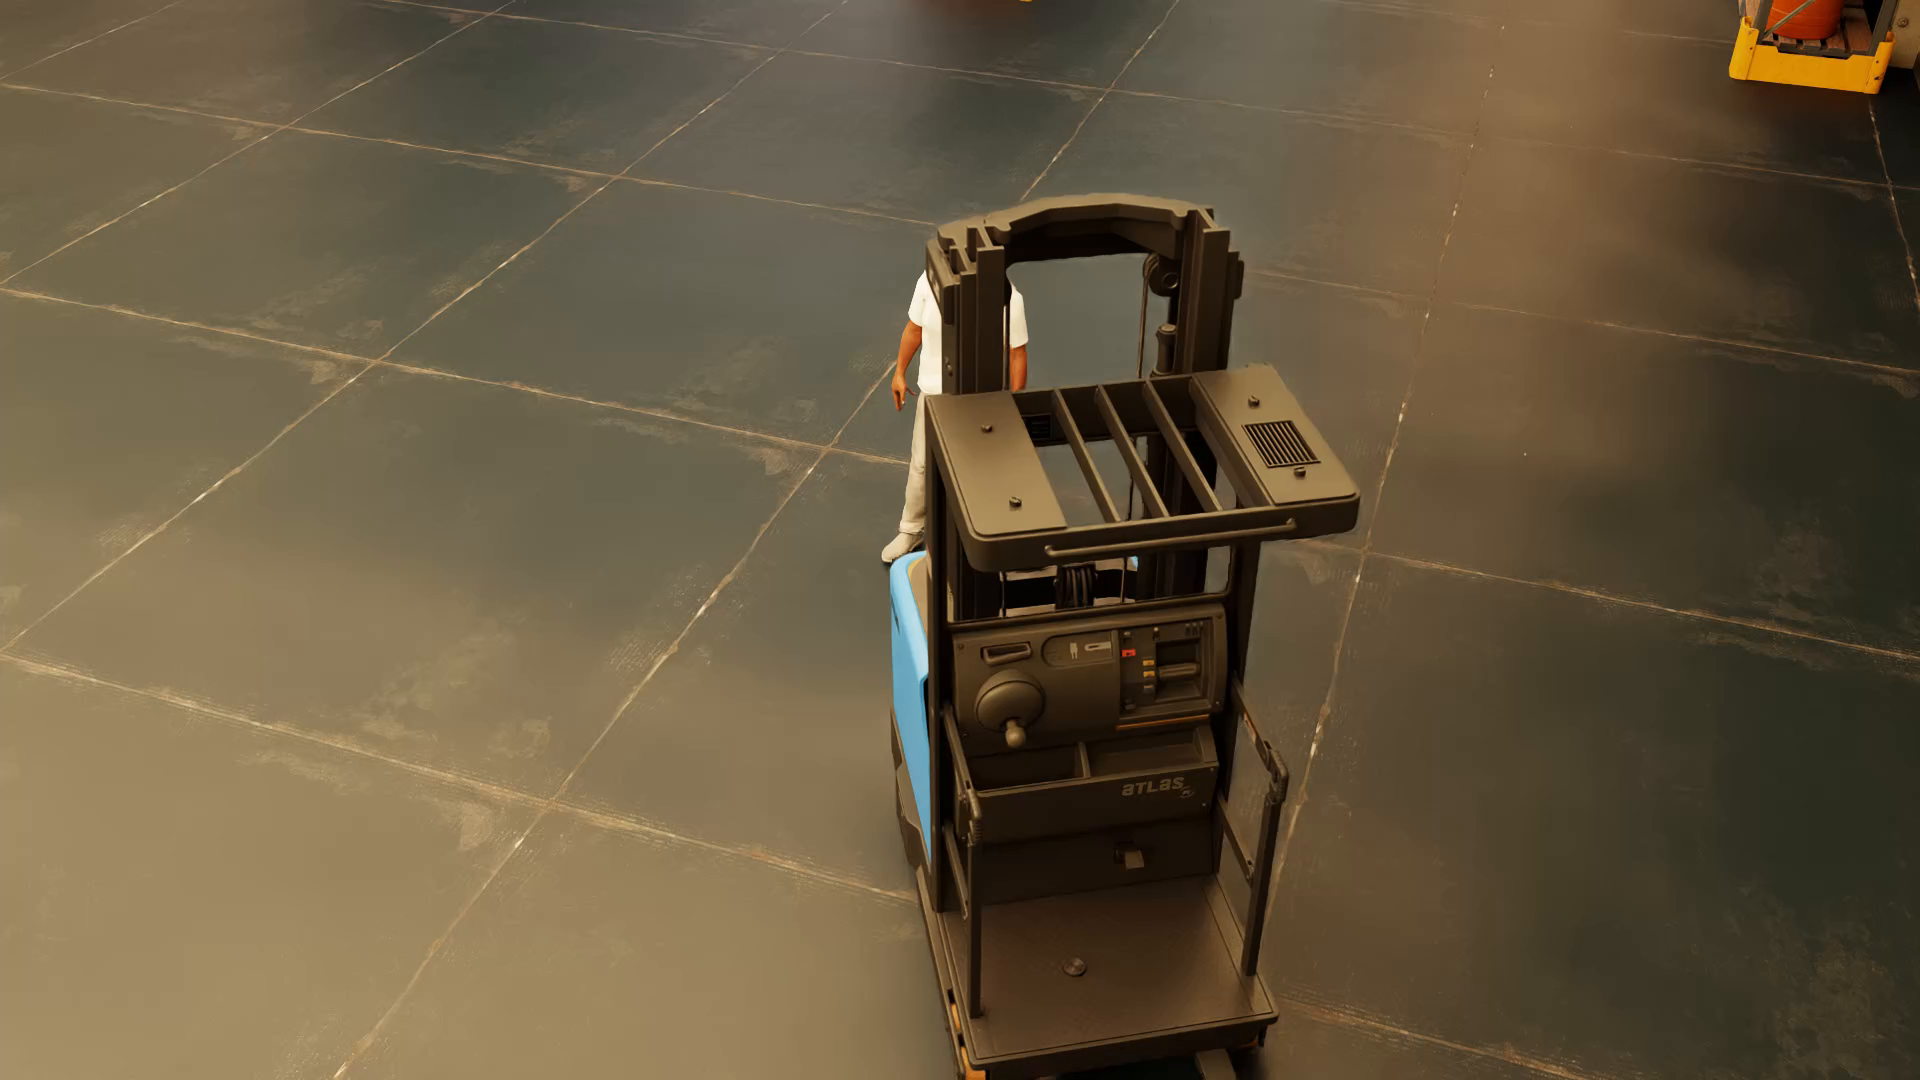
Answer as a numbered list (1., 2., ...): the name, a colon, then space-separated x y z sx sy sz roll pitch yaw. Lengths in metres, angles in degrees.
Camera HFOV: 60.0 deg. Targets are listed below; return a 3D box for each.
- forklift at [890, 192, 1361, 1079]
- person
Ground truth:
1. forklift: 0.482 0.521 5.376 1.130 2.935 3.031 -6 36 -9
2. person: -0.029 -0.690 8.078 0.665 1.766 0.576 12 37 16
